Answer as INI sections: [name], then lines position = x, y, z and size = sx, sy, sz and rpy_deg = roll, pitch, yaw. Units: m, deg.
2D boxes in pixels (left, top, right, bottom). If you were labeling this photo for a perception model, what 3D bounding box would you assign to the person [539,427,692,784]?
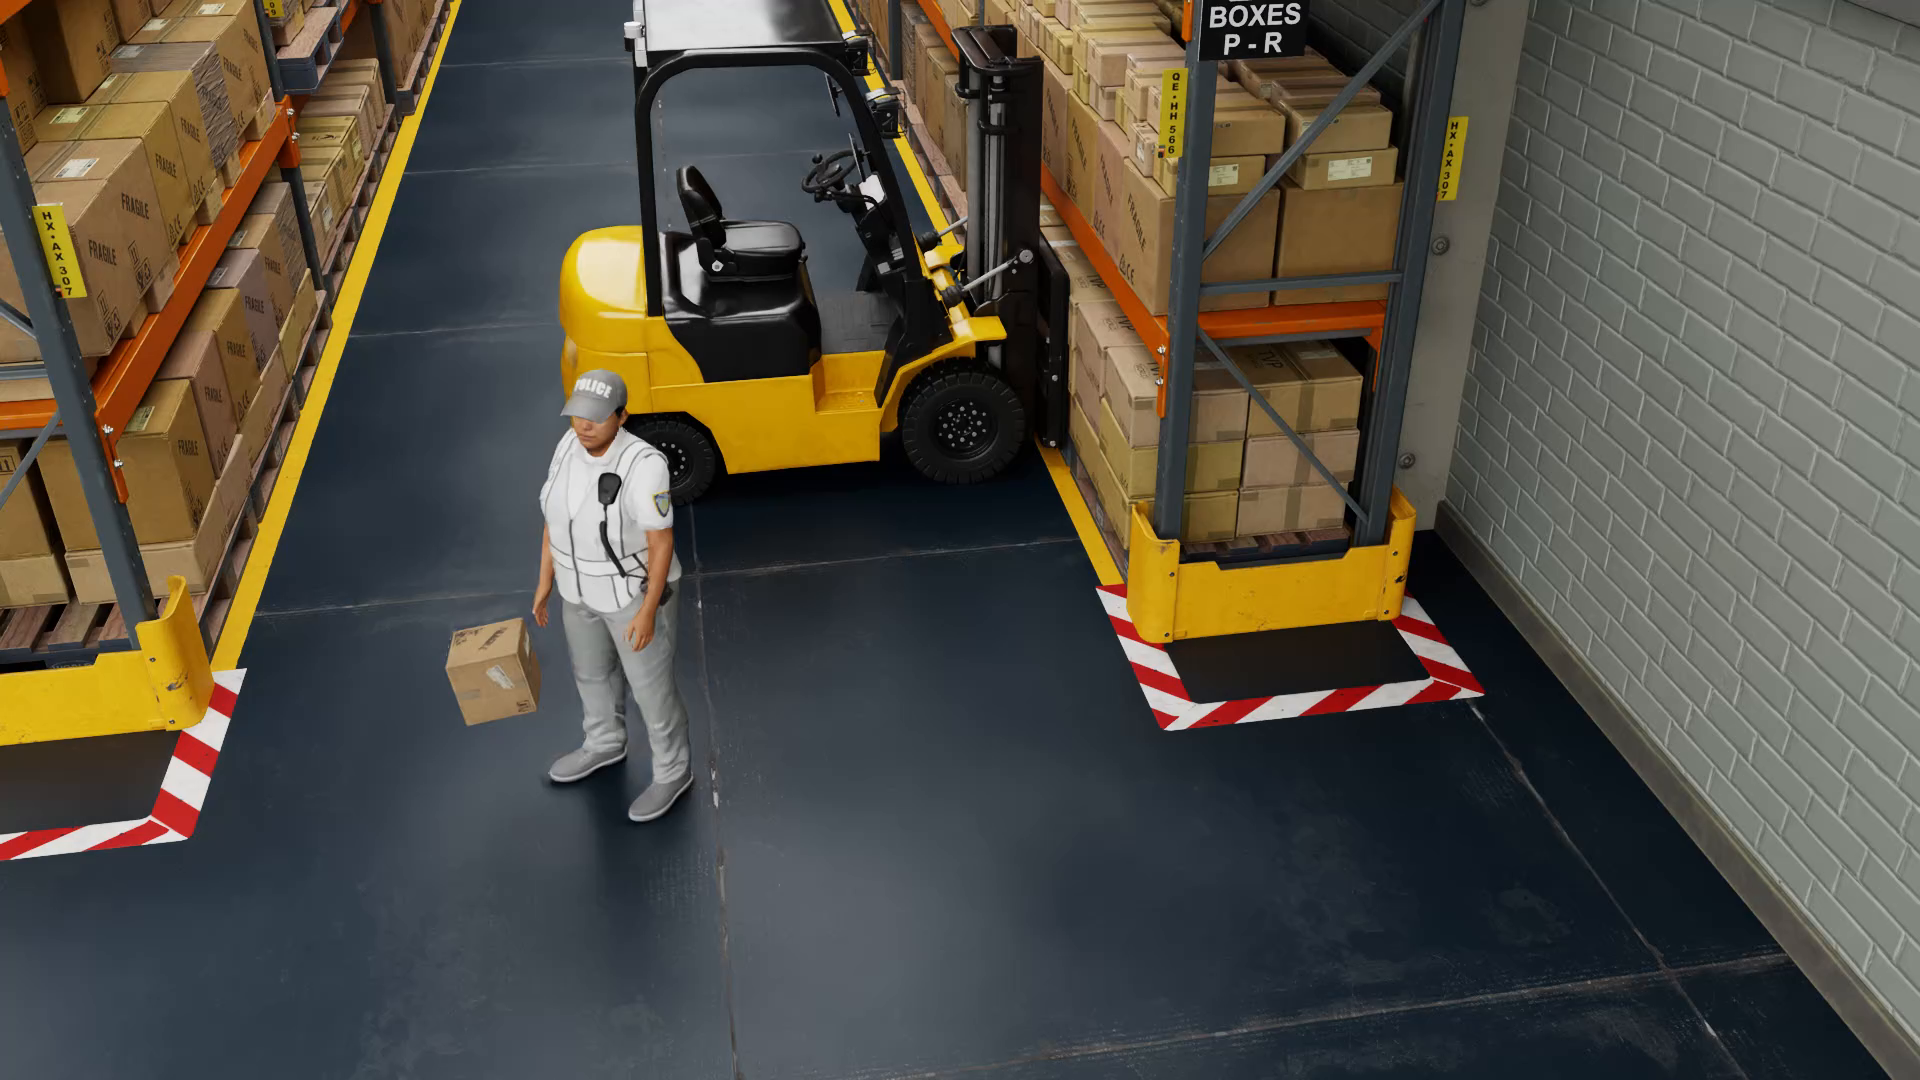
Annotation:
[person]
position = -1.209, 0.248, 5.847
size = 0.457, 1.375, 0.372
rpy_deg = 17, 35, 26
